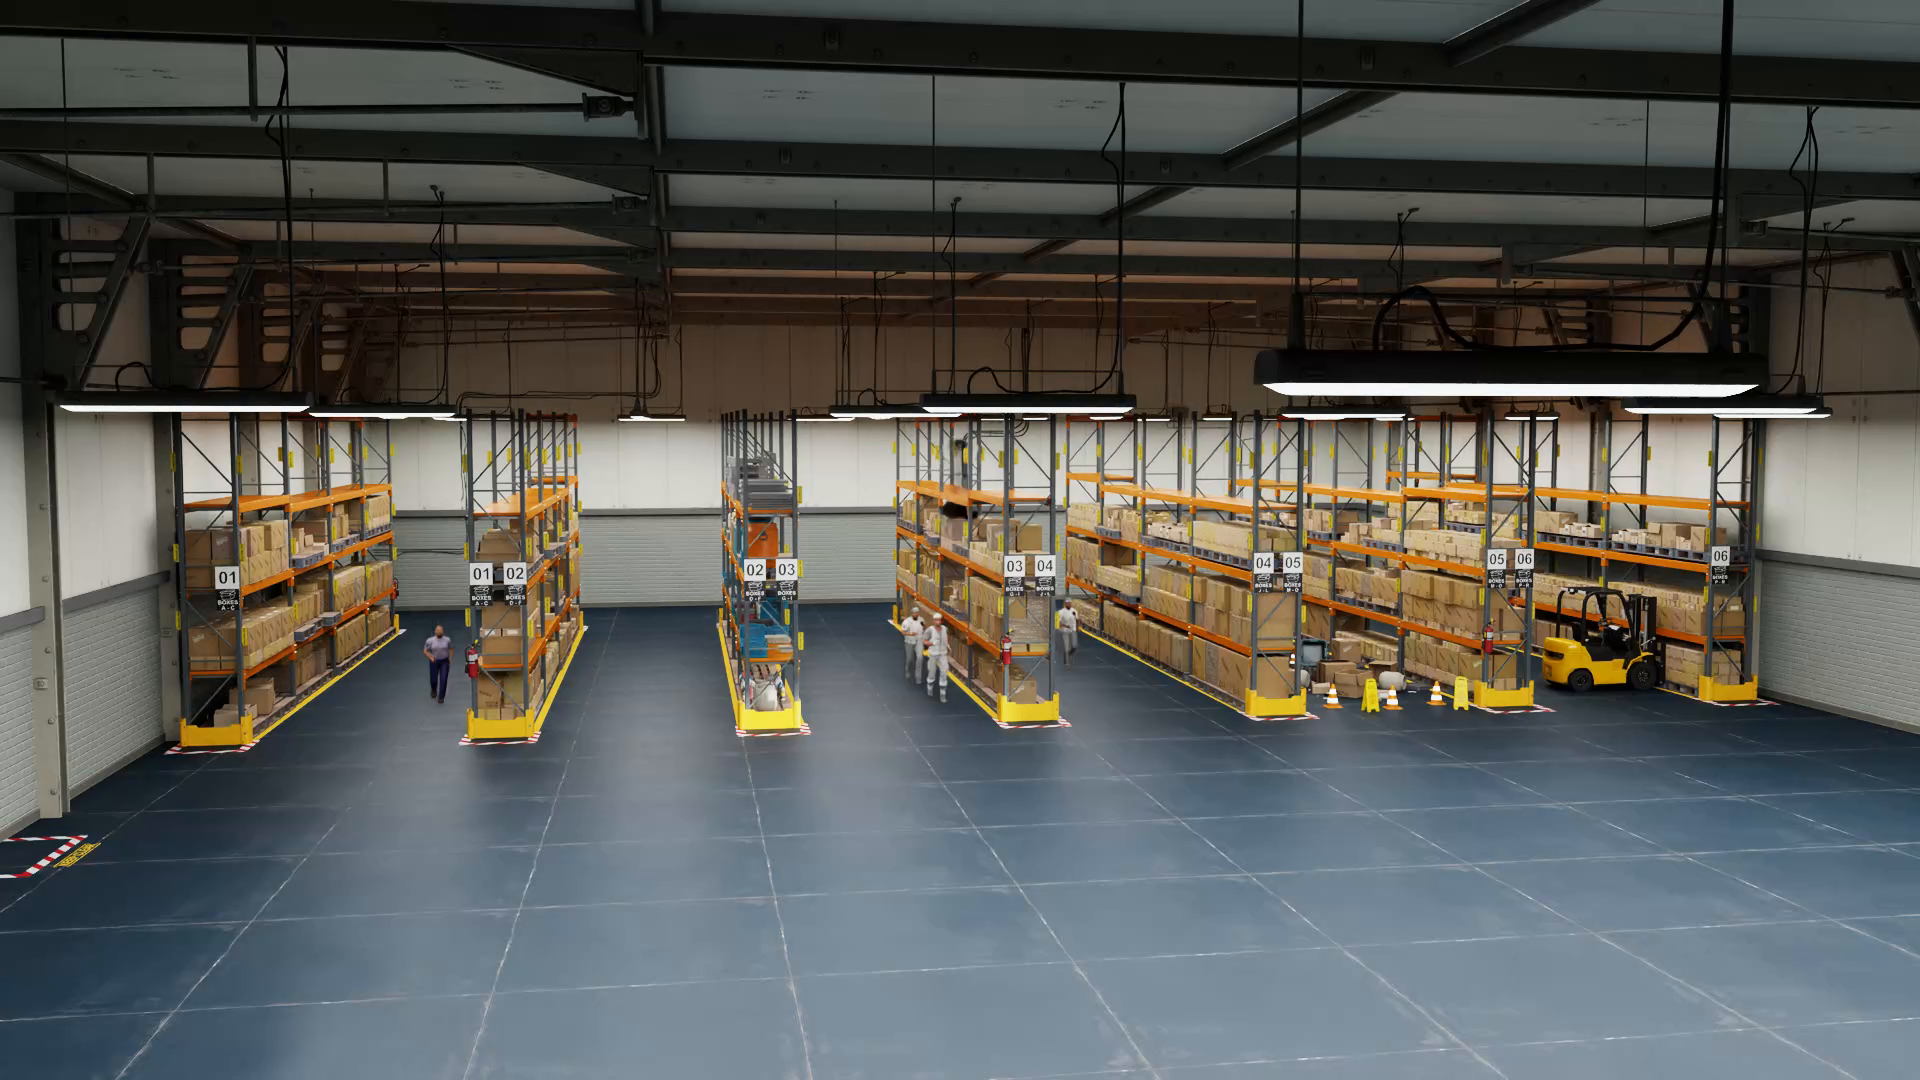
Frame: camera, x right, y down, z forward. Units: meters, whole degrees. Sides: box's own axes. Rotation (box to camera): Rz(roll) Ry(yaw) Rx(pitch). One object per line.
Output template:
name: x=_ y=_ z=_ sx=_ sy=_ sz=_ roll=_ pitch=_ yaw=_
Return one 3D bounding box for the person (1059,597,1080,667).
person: x=2.579 y=2.166 z=39.095 sx=0.562 sy=1.662 sz=0.562 roll=-1 pitch=4 yaw=-10

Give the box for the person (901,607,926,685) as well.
person: x=-1.031 y=2.331 z=36.954 sx=0.627 sy=1.695 sz=0.936 roll=-1 pitch=4 yaw=-18

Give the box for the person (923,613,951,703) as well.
person: x=-0.473 y=2.407 z=34.414 sx=0.652 sy=1.824 sz=0.904 roll=-1 pitch=4 yaw=-15

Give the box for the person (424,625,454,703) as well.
person: x=-10.688 y=2.547 z=34.161 sx=0.595 sy=1.590 sz=0.561 roll=-2 pitch=4 yaw=-22
